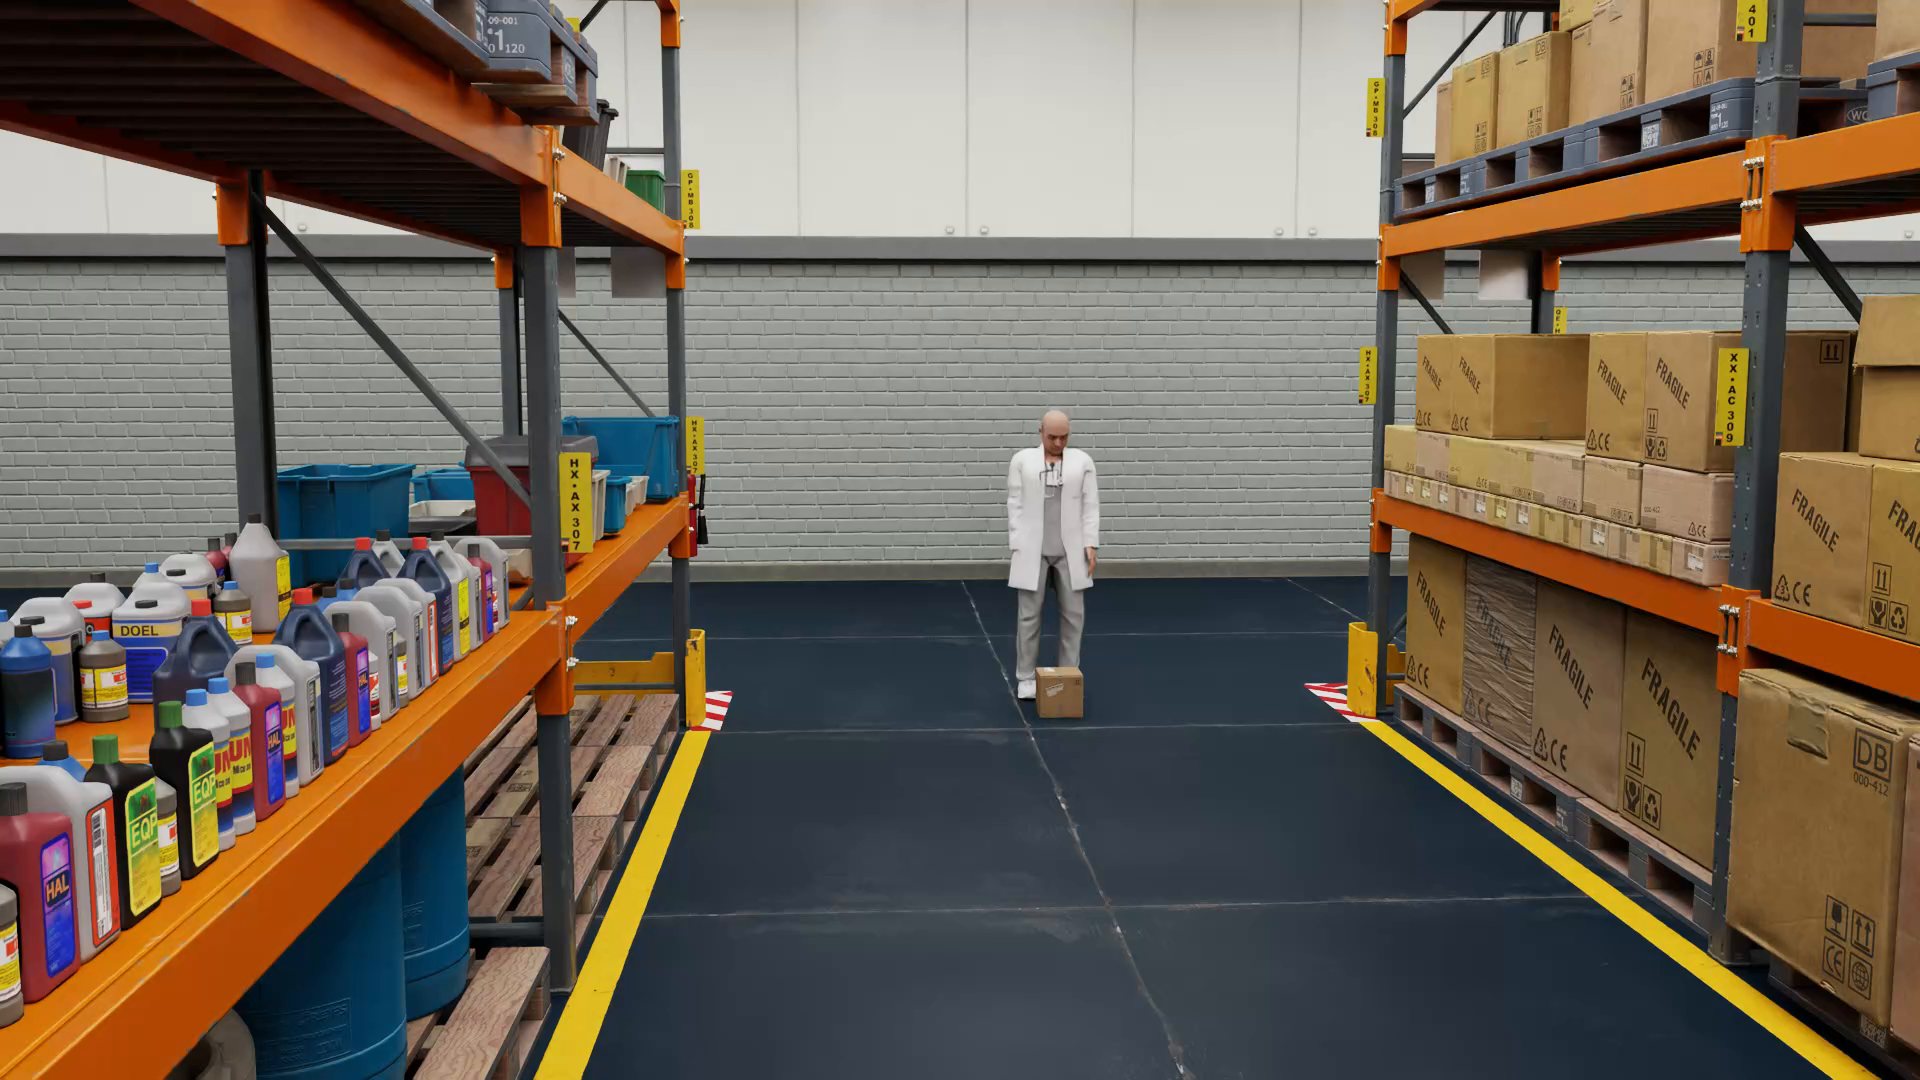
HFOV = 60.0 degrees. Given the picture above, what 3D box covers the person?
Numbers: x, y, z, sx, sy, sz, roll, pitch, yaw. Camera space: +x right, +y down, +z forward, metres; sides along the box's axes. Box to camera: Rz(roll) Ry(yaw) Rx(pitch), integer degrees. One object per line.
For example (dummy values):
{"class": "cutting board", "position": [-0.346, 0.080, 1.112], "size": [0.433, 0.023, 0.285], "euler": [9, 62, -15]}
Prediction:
{"class": "person", "position": [0.572, 0.088, 10.163], "size": [0.569, 1.761, 0.378], "euler": [0, 7, -3]}
